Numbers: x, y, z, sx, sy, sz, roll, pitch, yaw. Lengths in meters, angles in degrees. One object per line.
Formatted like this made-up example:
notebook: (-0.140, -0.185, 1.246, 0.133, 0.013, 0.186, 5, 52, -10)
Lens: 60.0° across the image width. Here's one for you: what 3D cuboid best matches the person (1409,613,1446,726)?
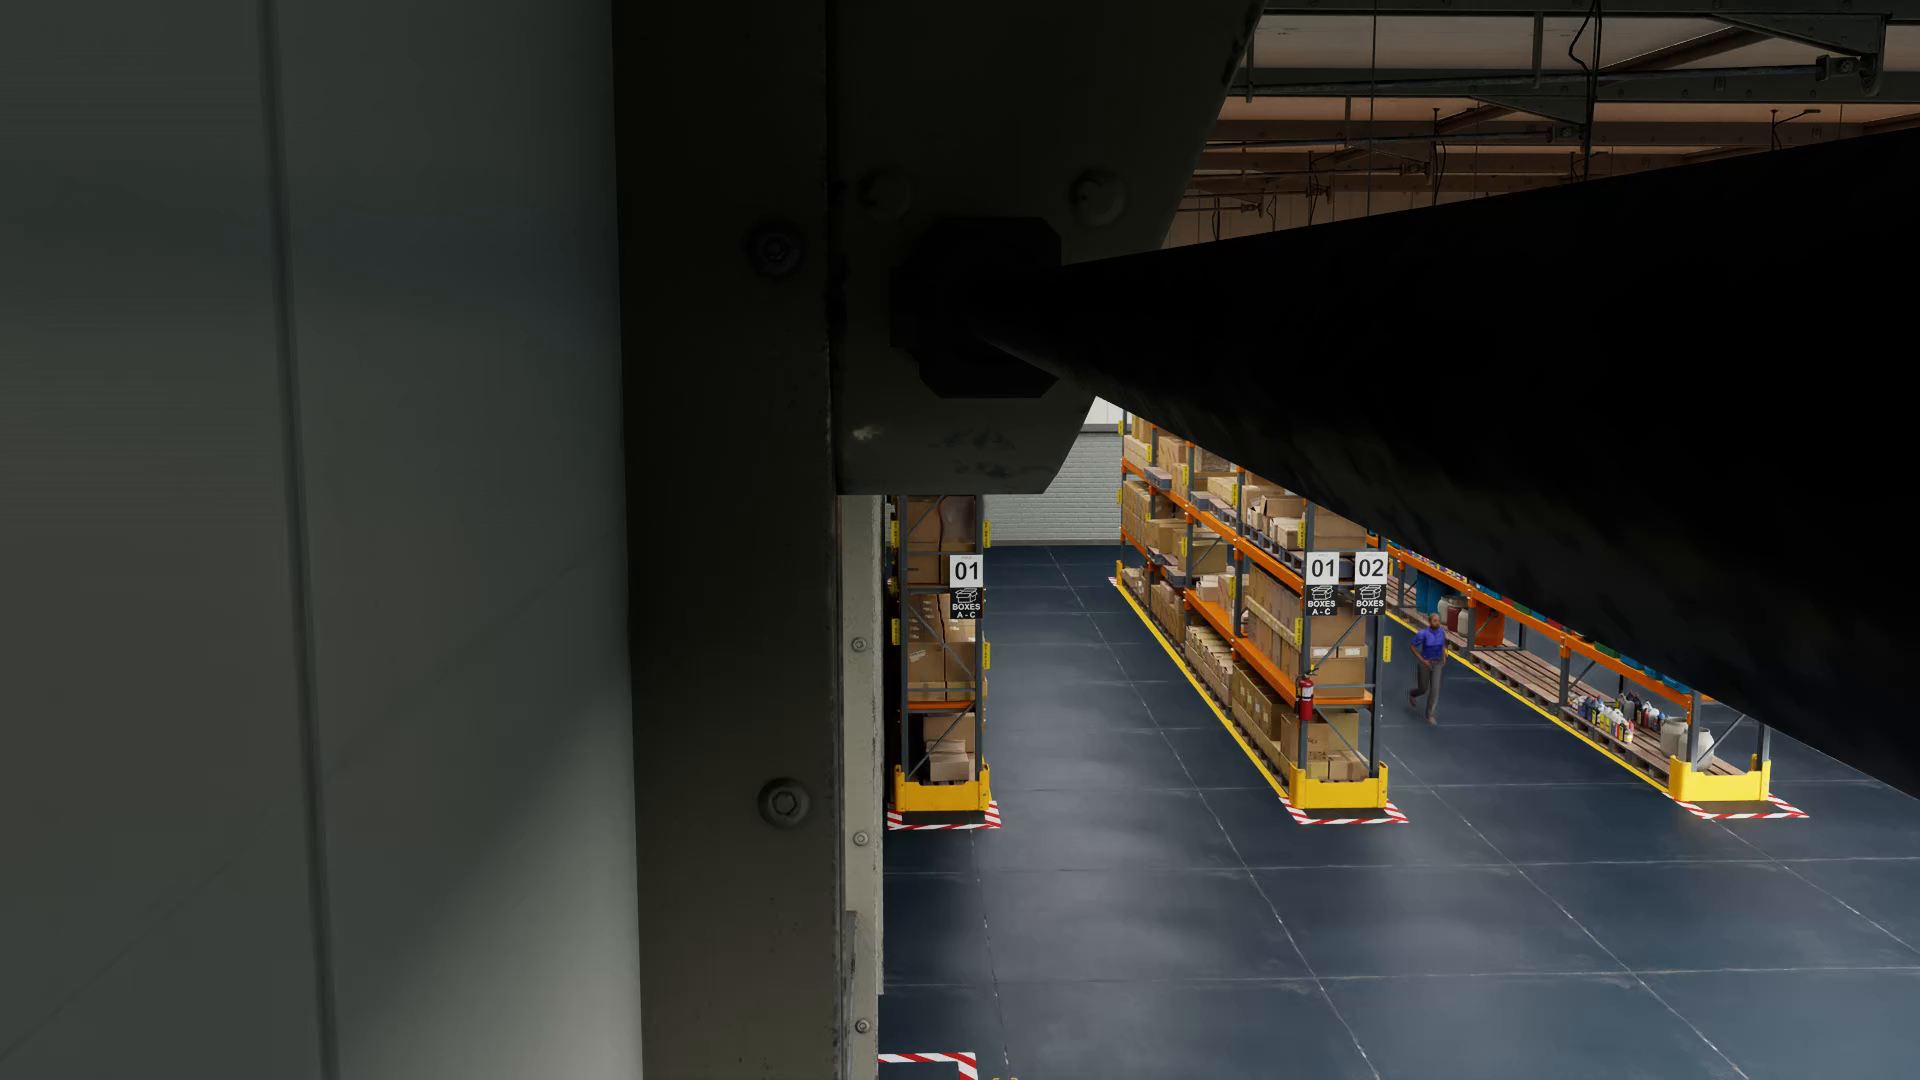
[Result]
person: (7.011, 1.884, 24.886, 0.600, 1.643, 0.831, -2, 9, -12)
